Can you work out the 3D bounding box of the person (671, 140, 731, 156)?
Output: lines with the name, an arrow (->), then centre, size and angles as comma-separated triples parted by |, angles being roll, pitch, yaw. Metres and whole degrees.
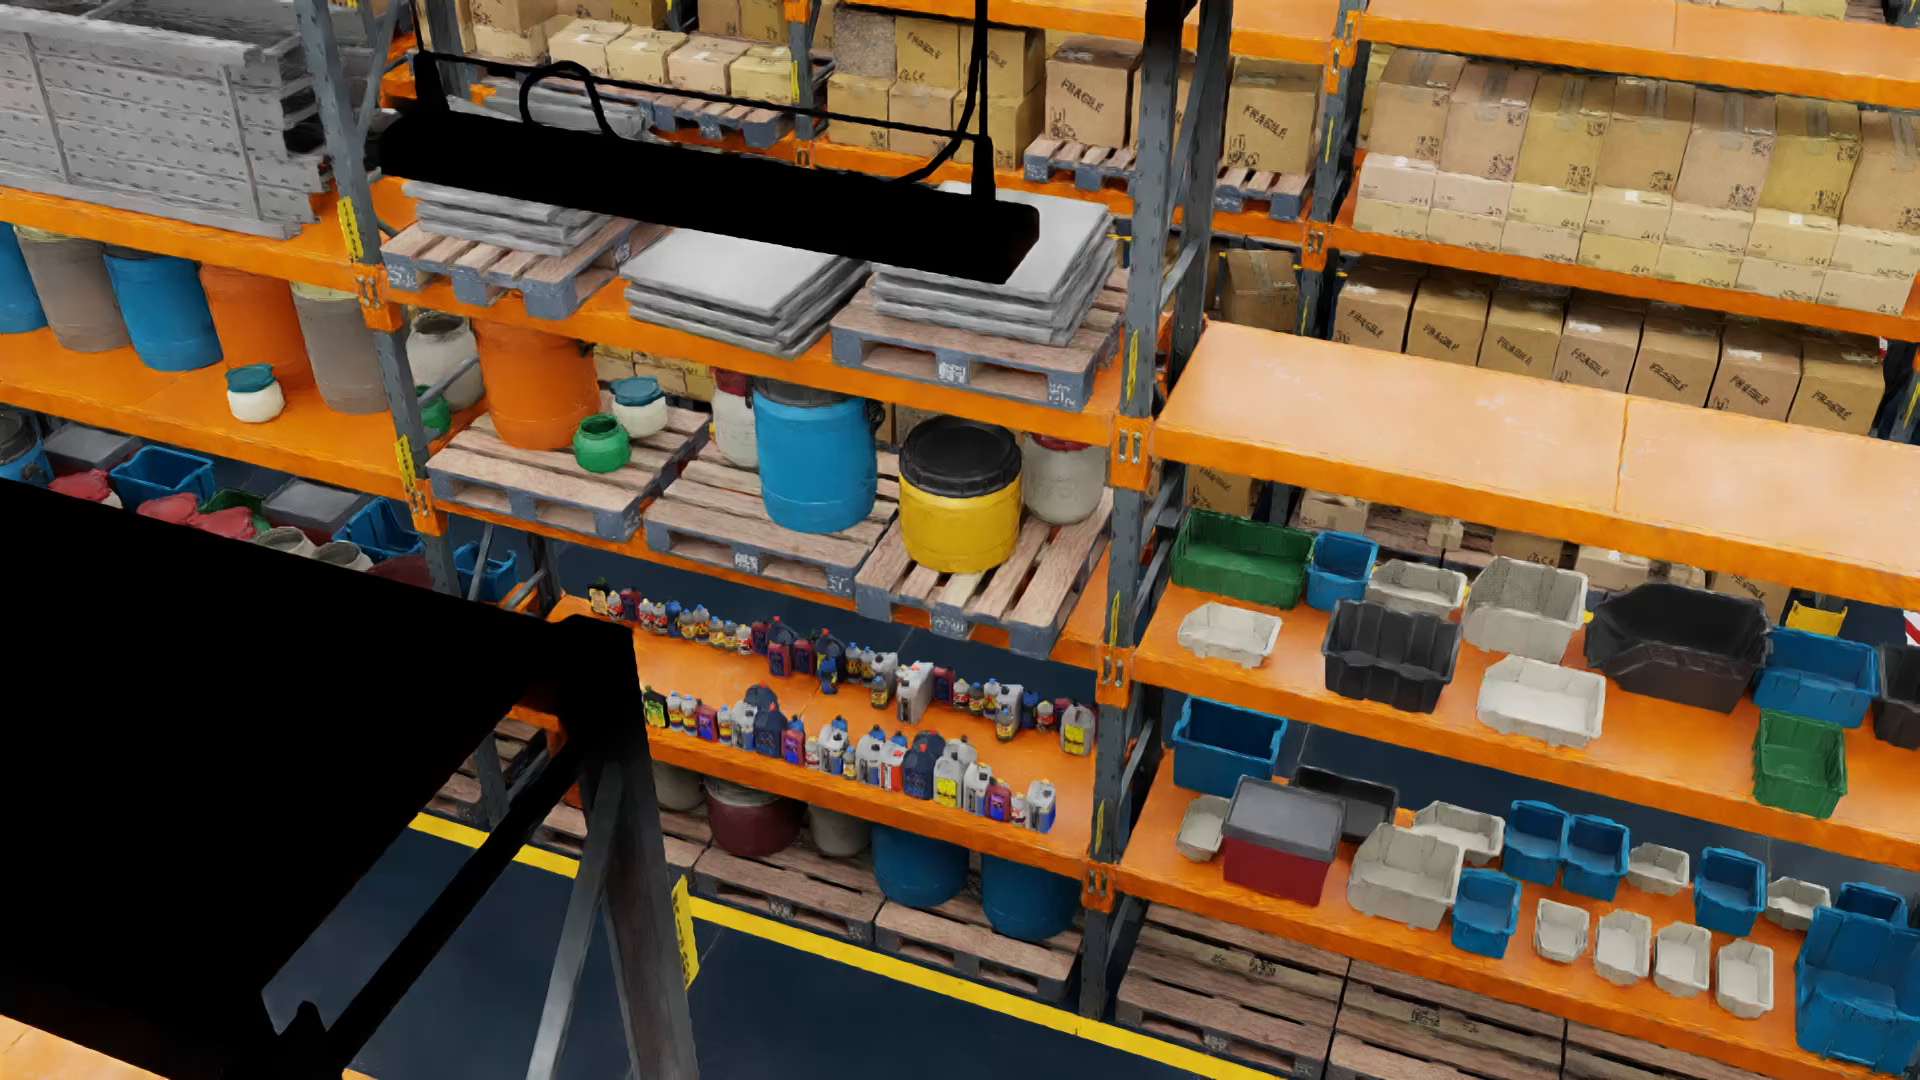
person -> -2.633, -3.812, 17.043 | 0.628, 1.758, 0.456 | -4, 37, -5
